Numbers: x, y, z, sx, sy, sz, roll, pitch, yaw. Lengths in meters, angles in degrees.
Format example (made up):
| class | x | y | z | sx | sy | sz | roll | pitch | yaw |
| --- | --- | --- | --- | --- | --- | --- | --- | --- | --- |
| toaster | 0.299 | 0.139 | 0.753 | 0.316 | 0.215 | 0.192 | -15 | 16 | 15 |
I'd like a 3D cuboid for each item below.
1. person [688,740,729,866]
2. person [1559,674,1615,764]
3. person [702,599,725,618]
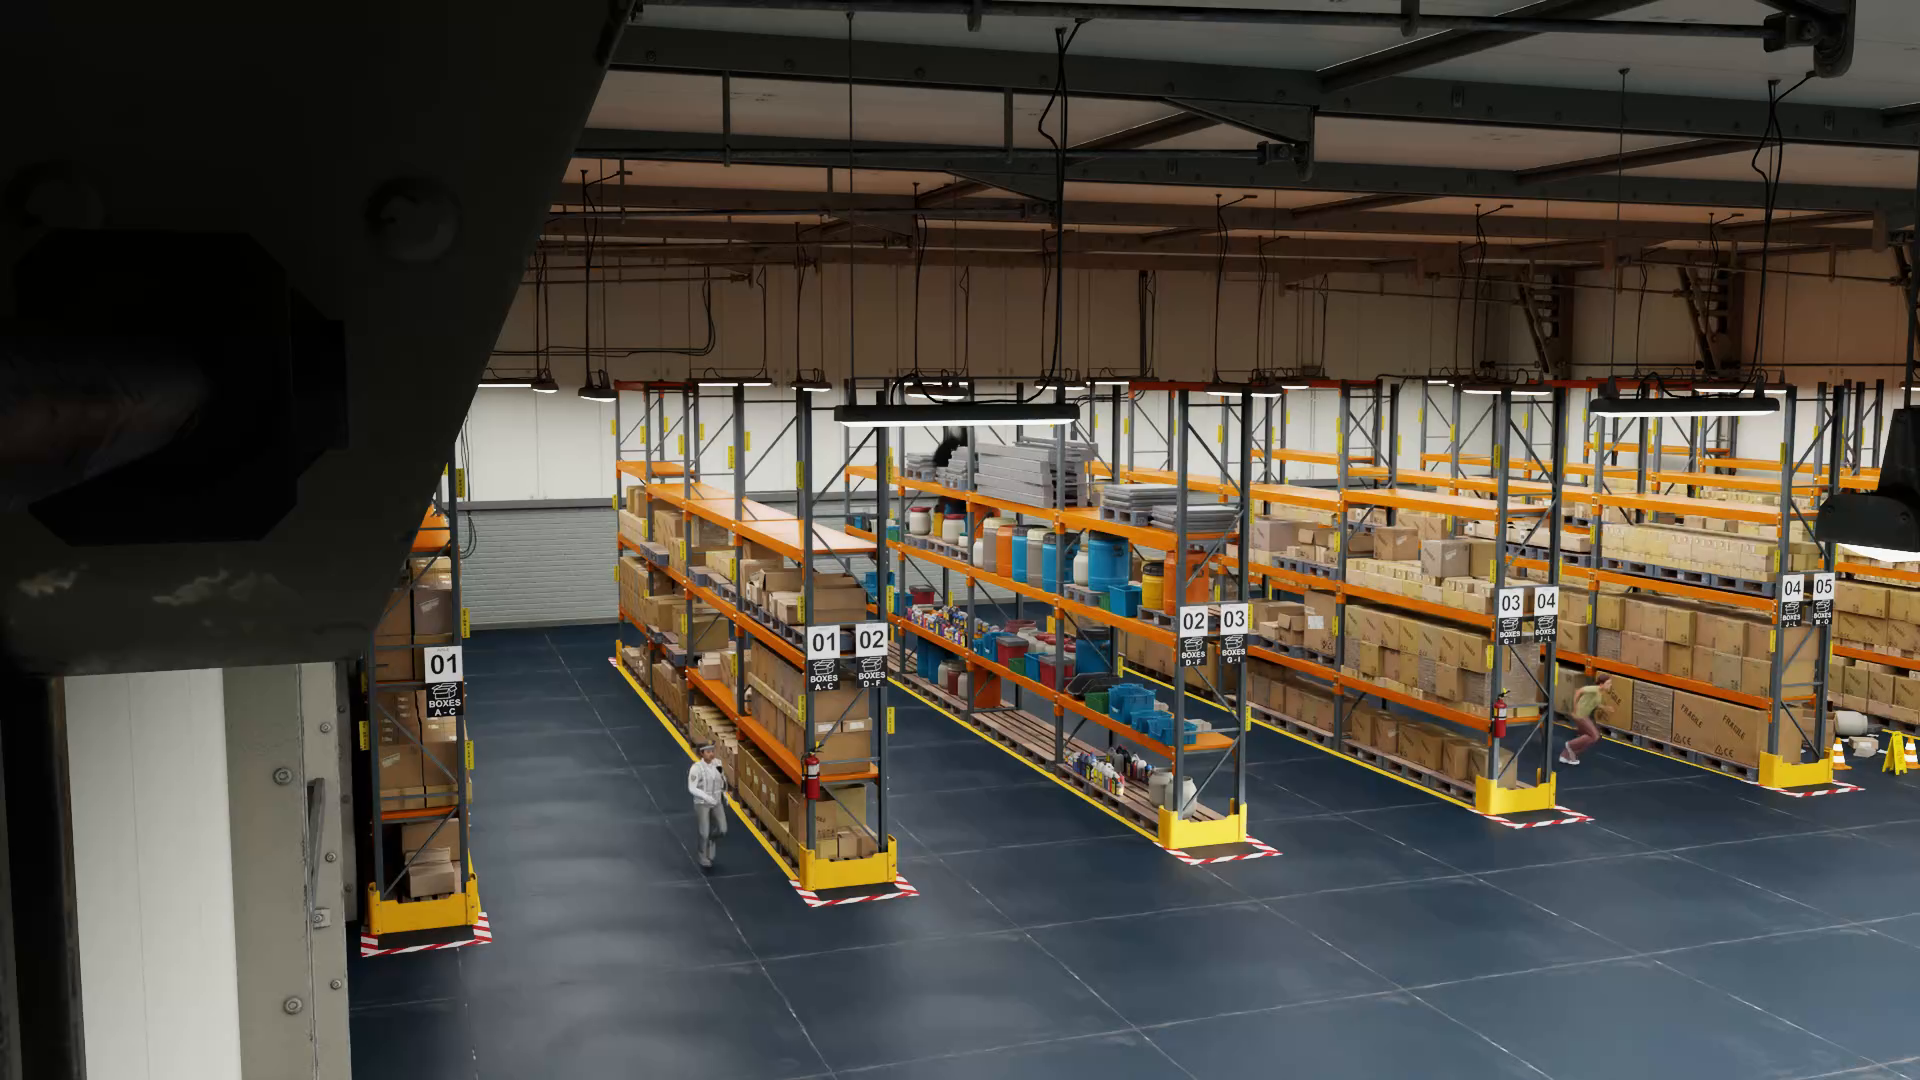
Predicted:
| class | x | y | z | sx | sy | sz | roll | pitch | yaw |
| --- | --- | --- | --- | --- | --- | --- | --- | --- | --- |
| person | -3.129 | 3.304 | 20.882 | 0.592 | 1.646 | 0.633 | -4 | 7 | -34 |
| person | 9.854 | 2.831 | 26.153 | 0.811 | 1.491 | 0.607 | 5 | 8 | 38 |
| person | -5.318 | 1.671 | 36.094 | 0.779 | 1.779 | 0.697 | 4 | 7 | 34 |
